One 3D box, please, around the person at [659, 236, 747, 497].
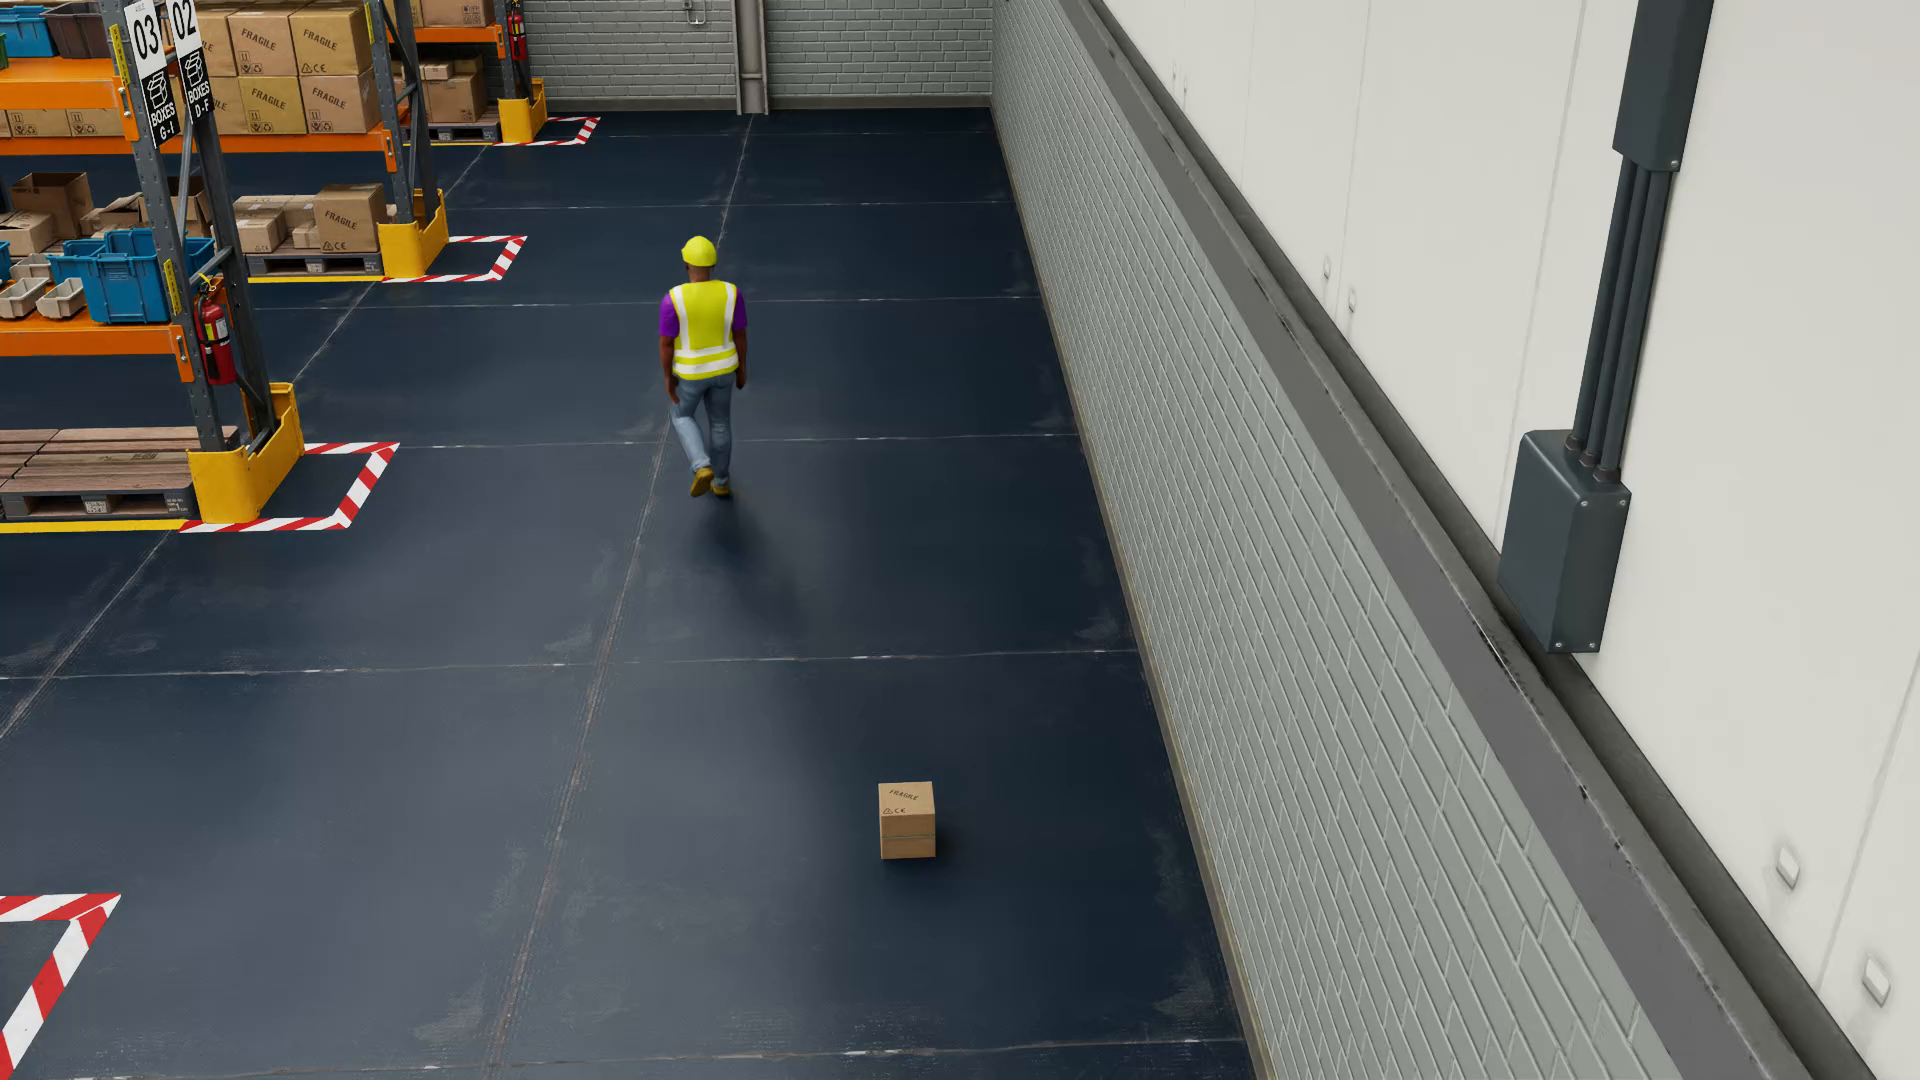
[{"bbox_3d":[-1.630,-1.084,10.636,0.570,1.754,0.530,-10,29,-19],"label":"person"}]
